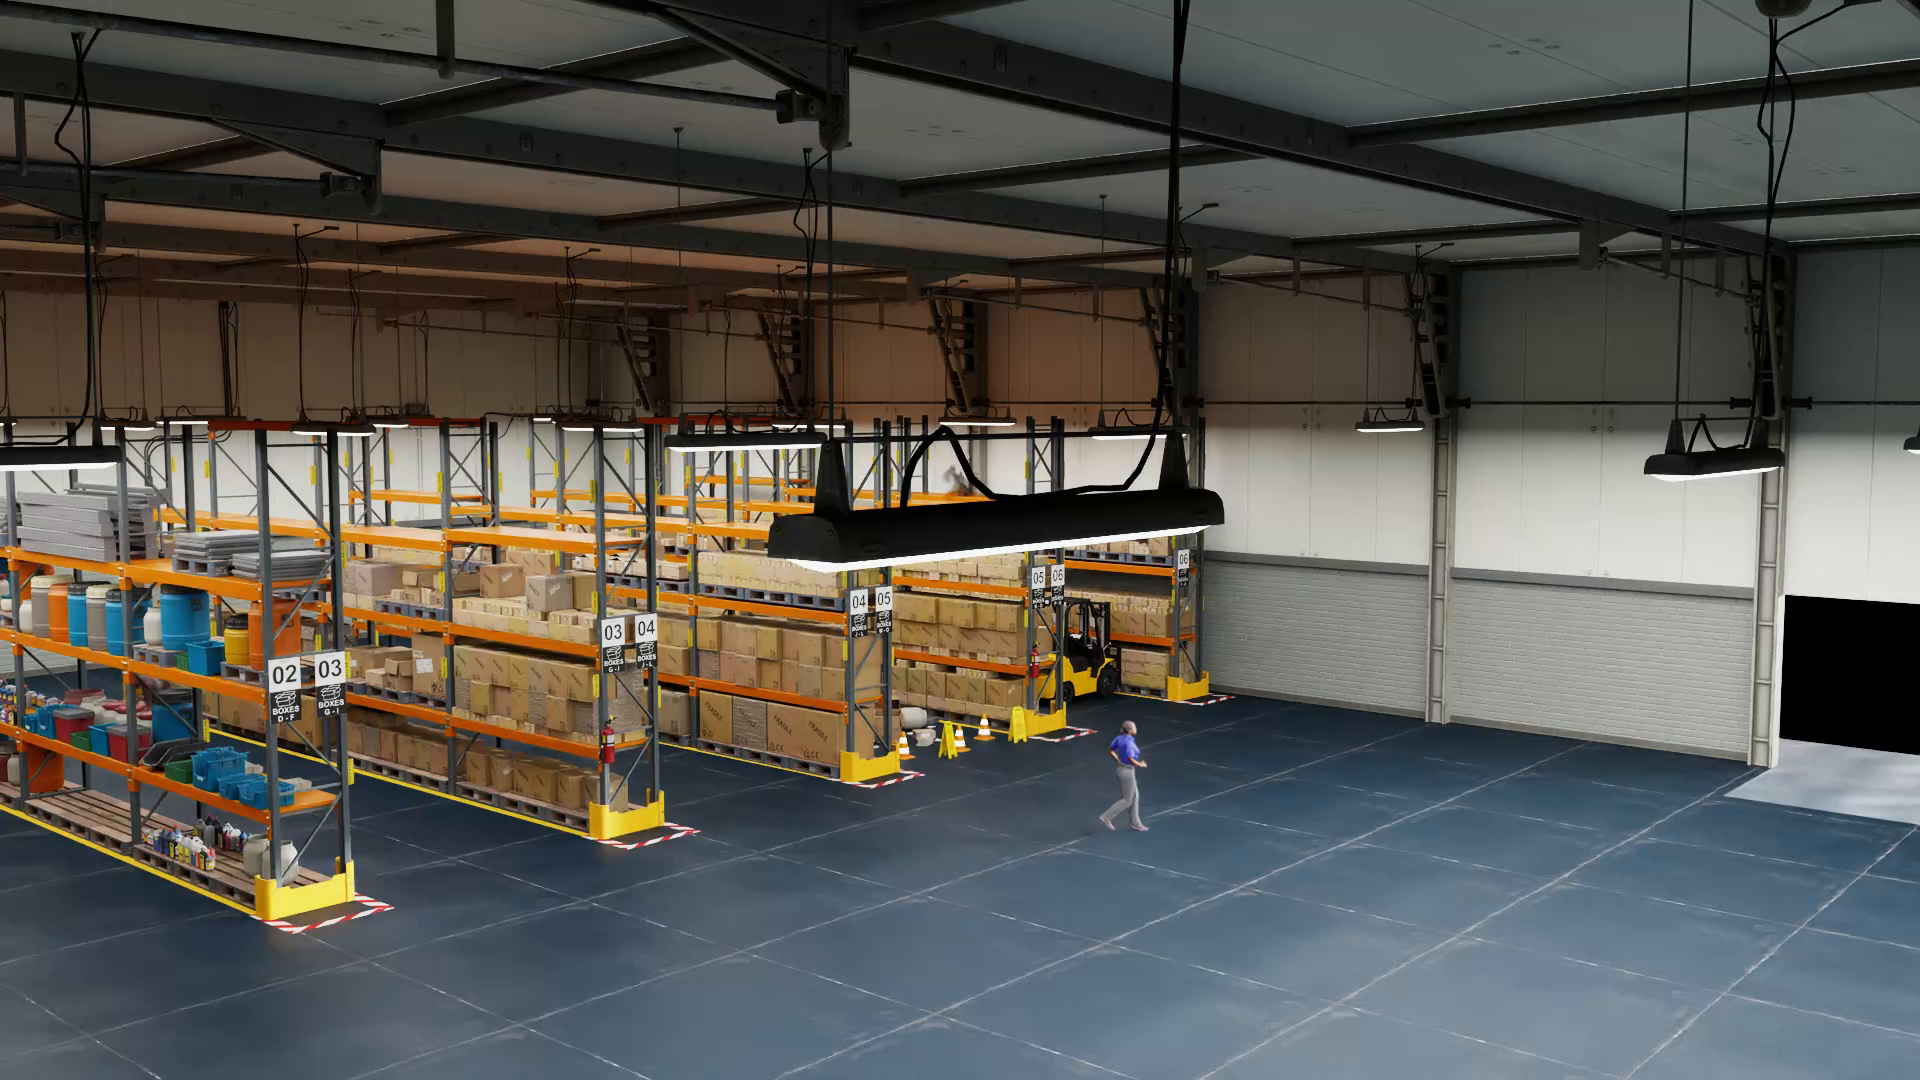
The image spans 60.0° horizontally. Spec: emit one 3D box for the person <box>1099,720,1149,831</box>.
[{"bbox_3d":[2.432,3.489,24.462,0.757,1.657,0.599,-1,5,-14],"label":"person"}]

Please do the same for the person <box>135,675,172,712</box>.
[{"bbox_3d":[-14.171,3.025,29.275,0.818,1.828,0.680,2,5,27],"label":"person"}]
